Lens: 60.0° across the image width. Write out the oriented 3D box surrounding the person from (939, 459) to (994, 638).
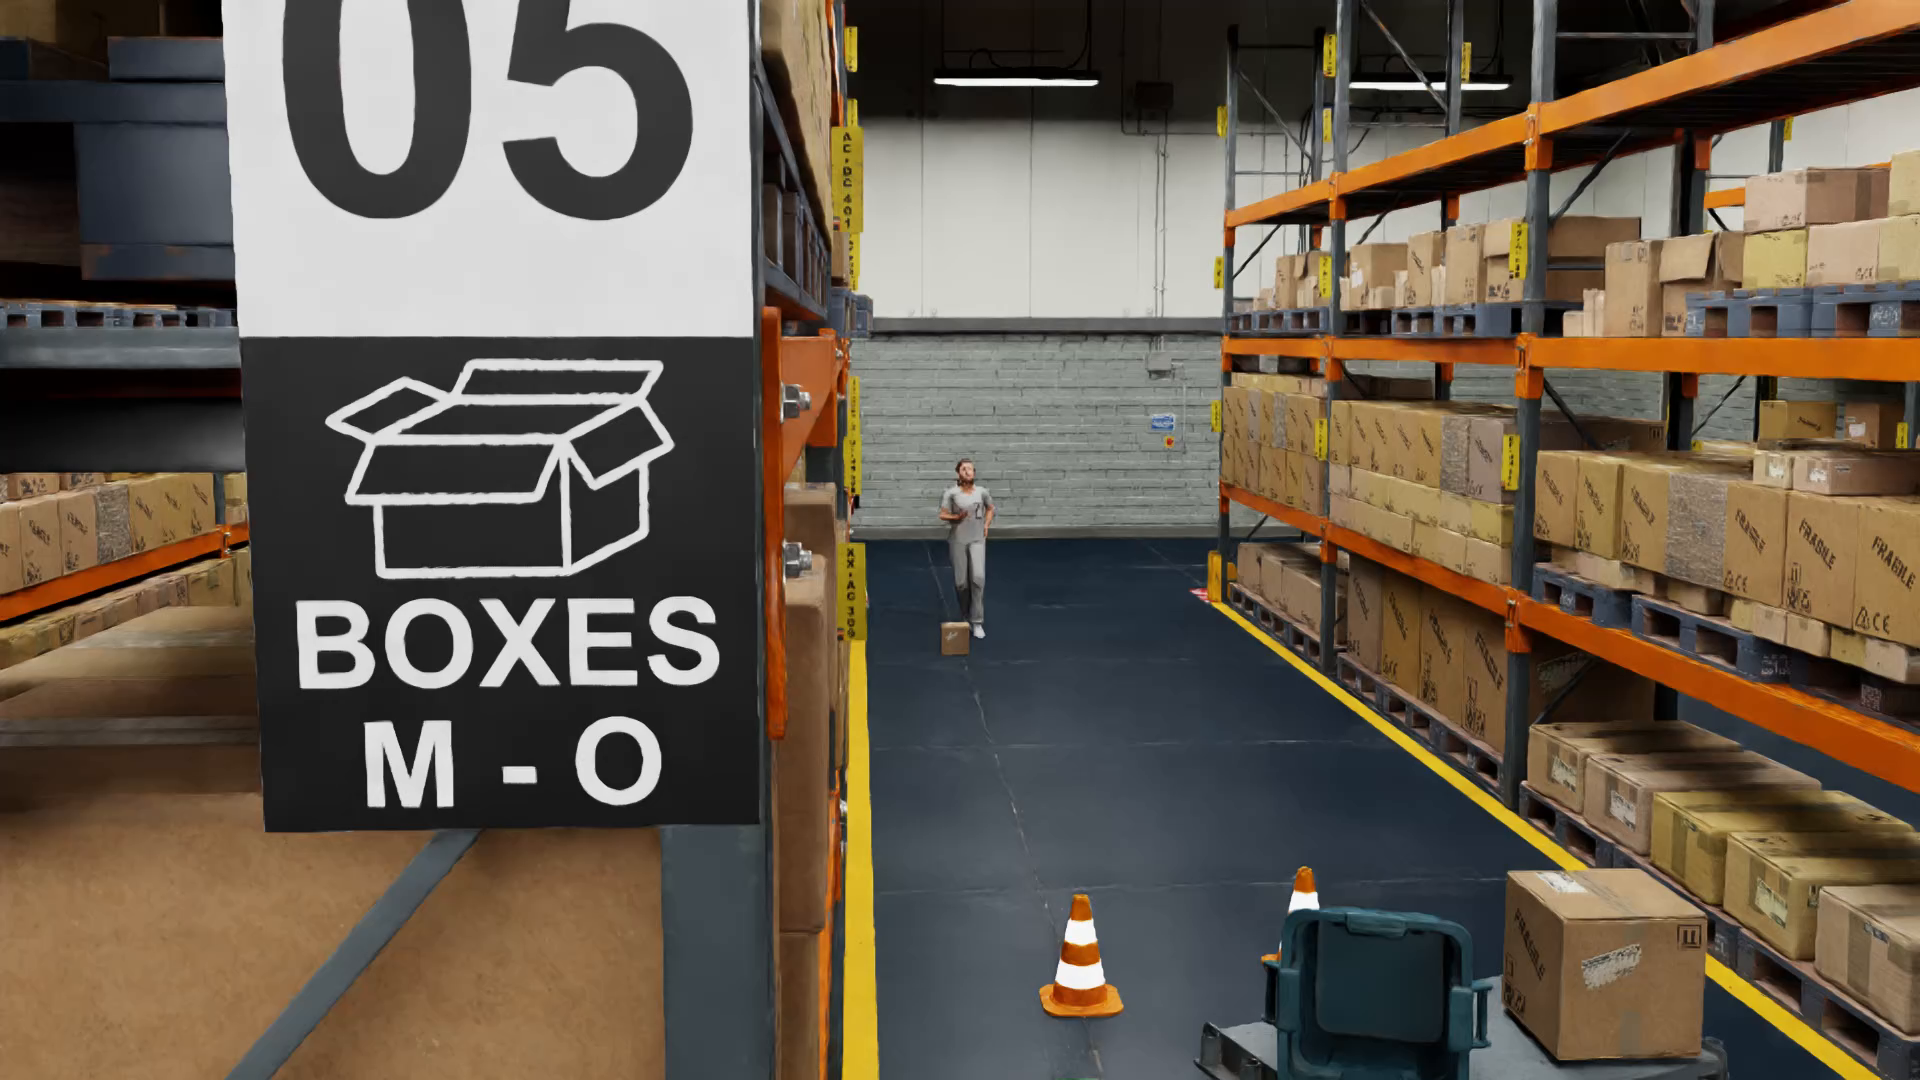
[{"bbox_3d":[0.074,0.074,15.875,0.544,1.650,0.700,0,7,-2],"label":"person"}]
